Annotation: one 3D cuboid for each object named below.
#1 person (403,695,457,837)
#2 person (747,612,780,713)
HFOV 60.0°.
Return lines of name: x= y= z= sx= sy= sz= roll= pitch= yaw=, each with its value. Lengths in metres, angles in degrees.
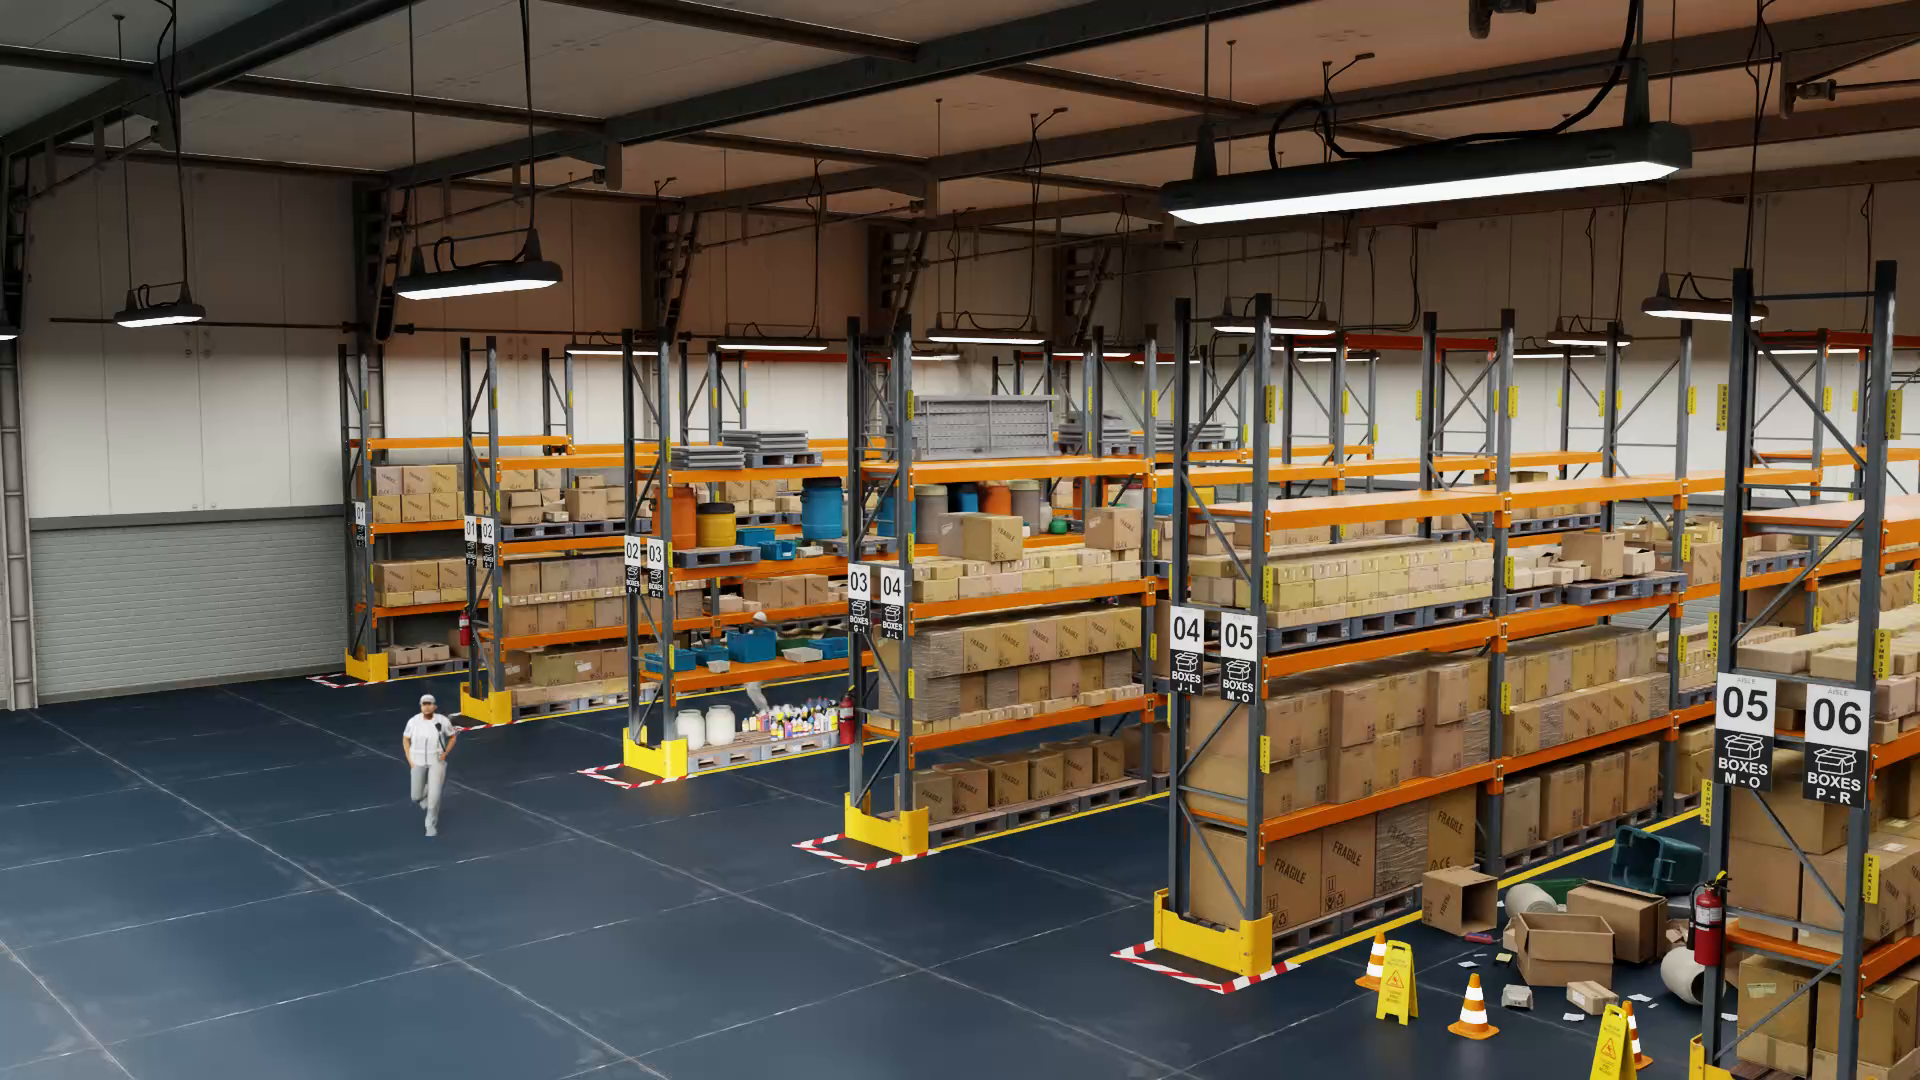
person: x=-6.245 y=2.622 z=19.587 sx=0.608 sy=1.632 sz=0.711 roll=-1 pitch=5 yaw=-8
person: x=-3.140 y=1.996 z=25.561 sx=0.644 sy=1.782 sz=0.662 roll=-5 pitch=7 yaw=-42
